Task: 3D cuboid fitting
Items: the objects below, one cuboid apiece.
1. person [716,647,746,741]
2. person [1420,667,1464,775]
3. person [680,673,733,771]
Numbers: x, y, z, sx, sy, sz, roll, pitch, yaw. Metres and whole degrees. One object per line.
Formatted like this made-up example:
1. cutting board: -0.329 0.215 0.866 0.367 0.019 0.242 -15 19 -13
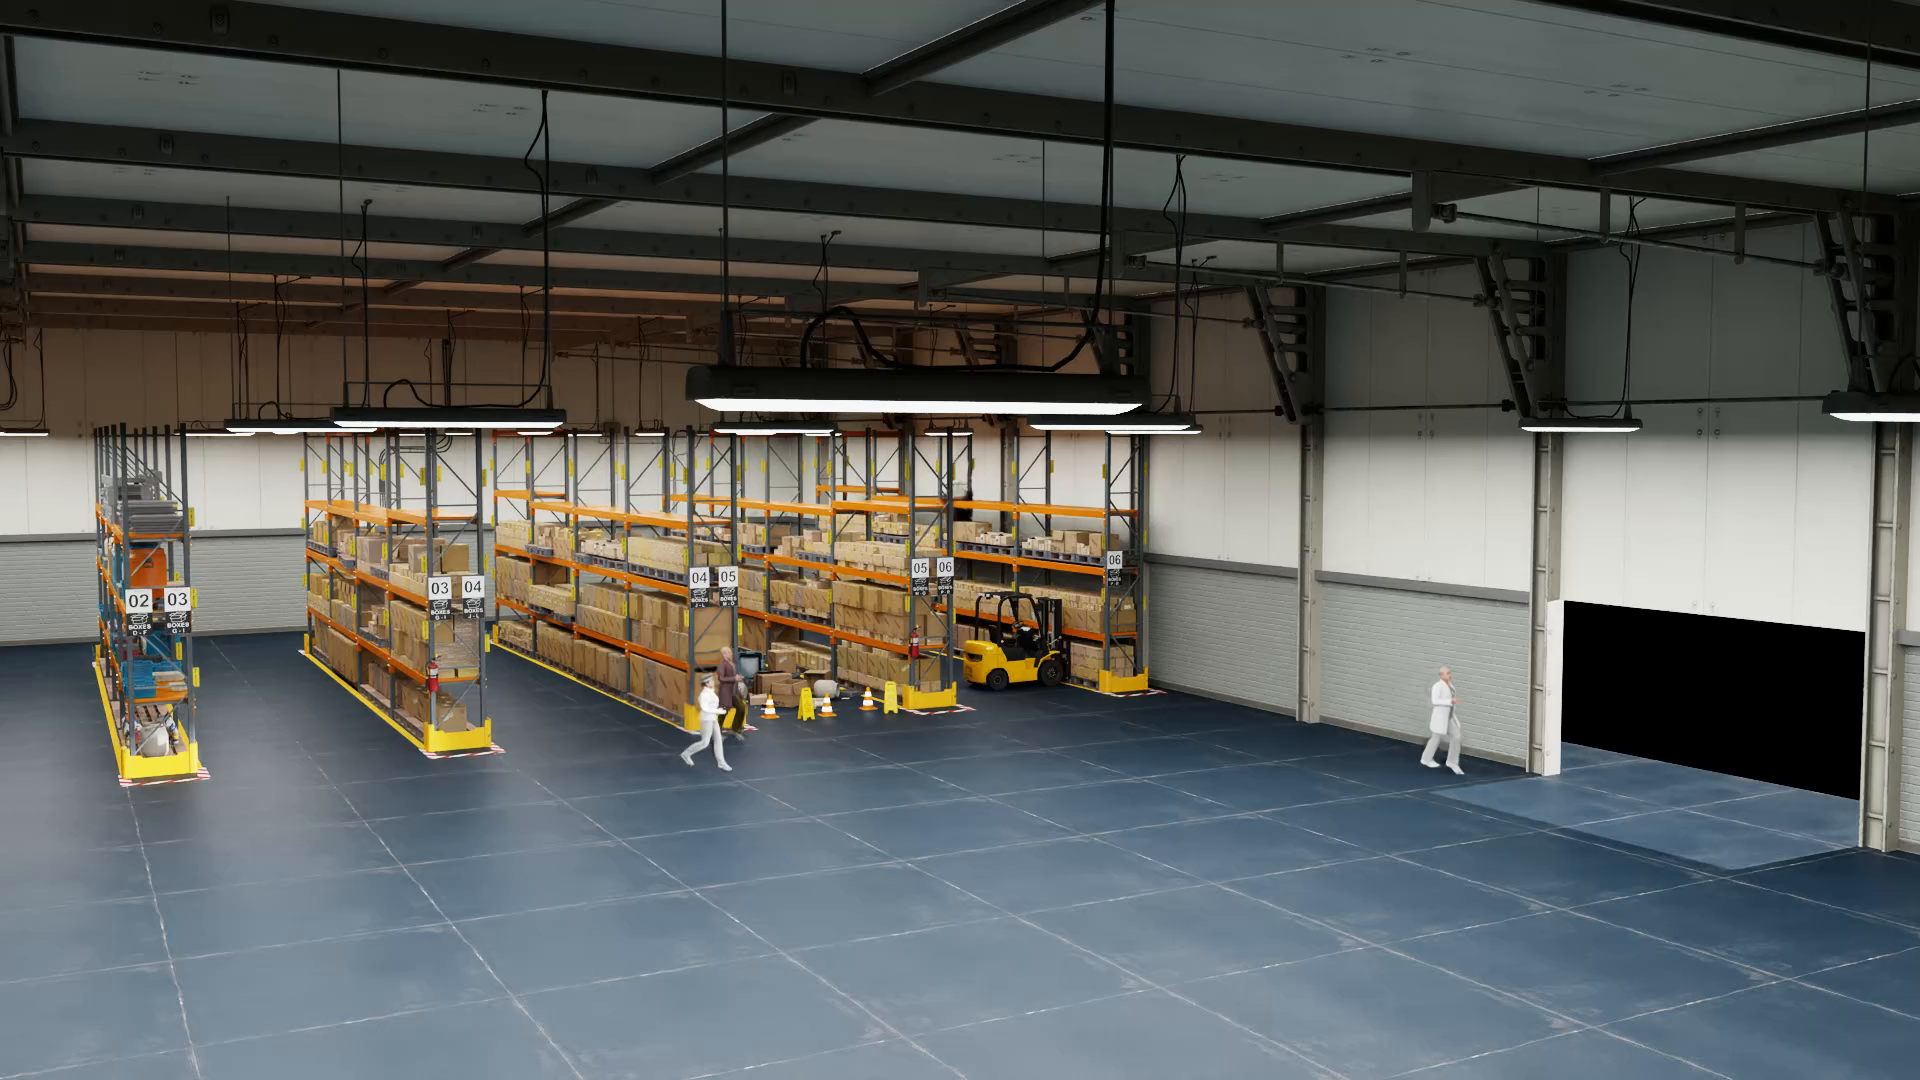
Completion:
1. person: -4.386 2.928 31.495 0.790 1.827 0.720 1 4 23
2. person: 8.319 3.097 28.620 0.699 1.837 0.811 -3 4 -38
3. person: -4.373 3.139 28.703 0.904 1.716 0.632 0 3 5
